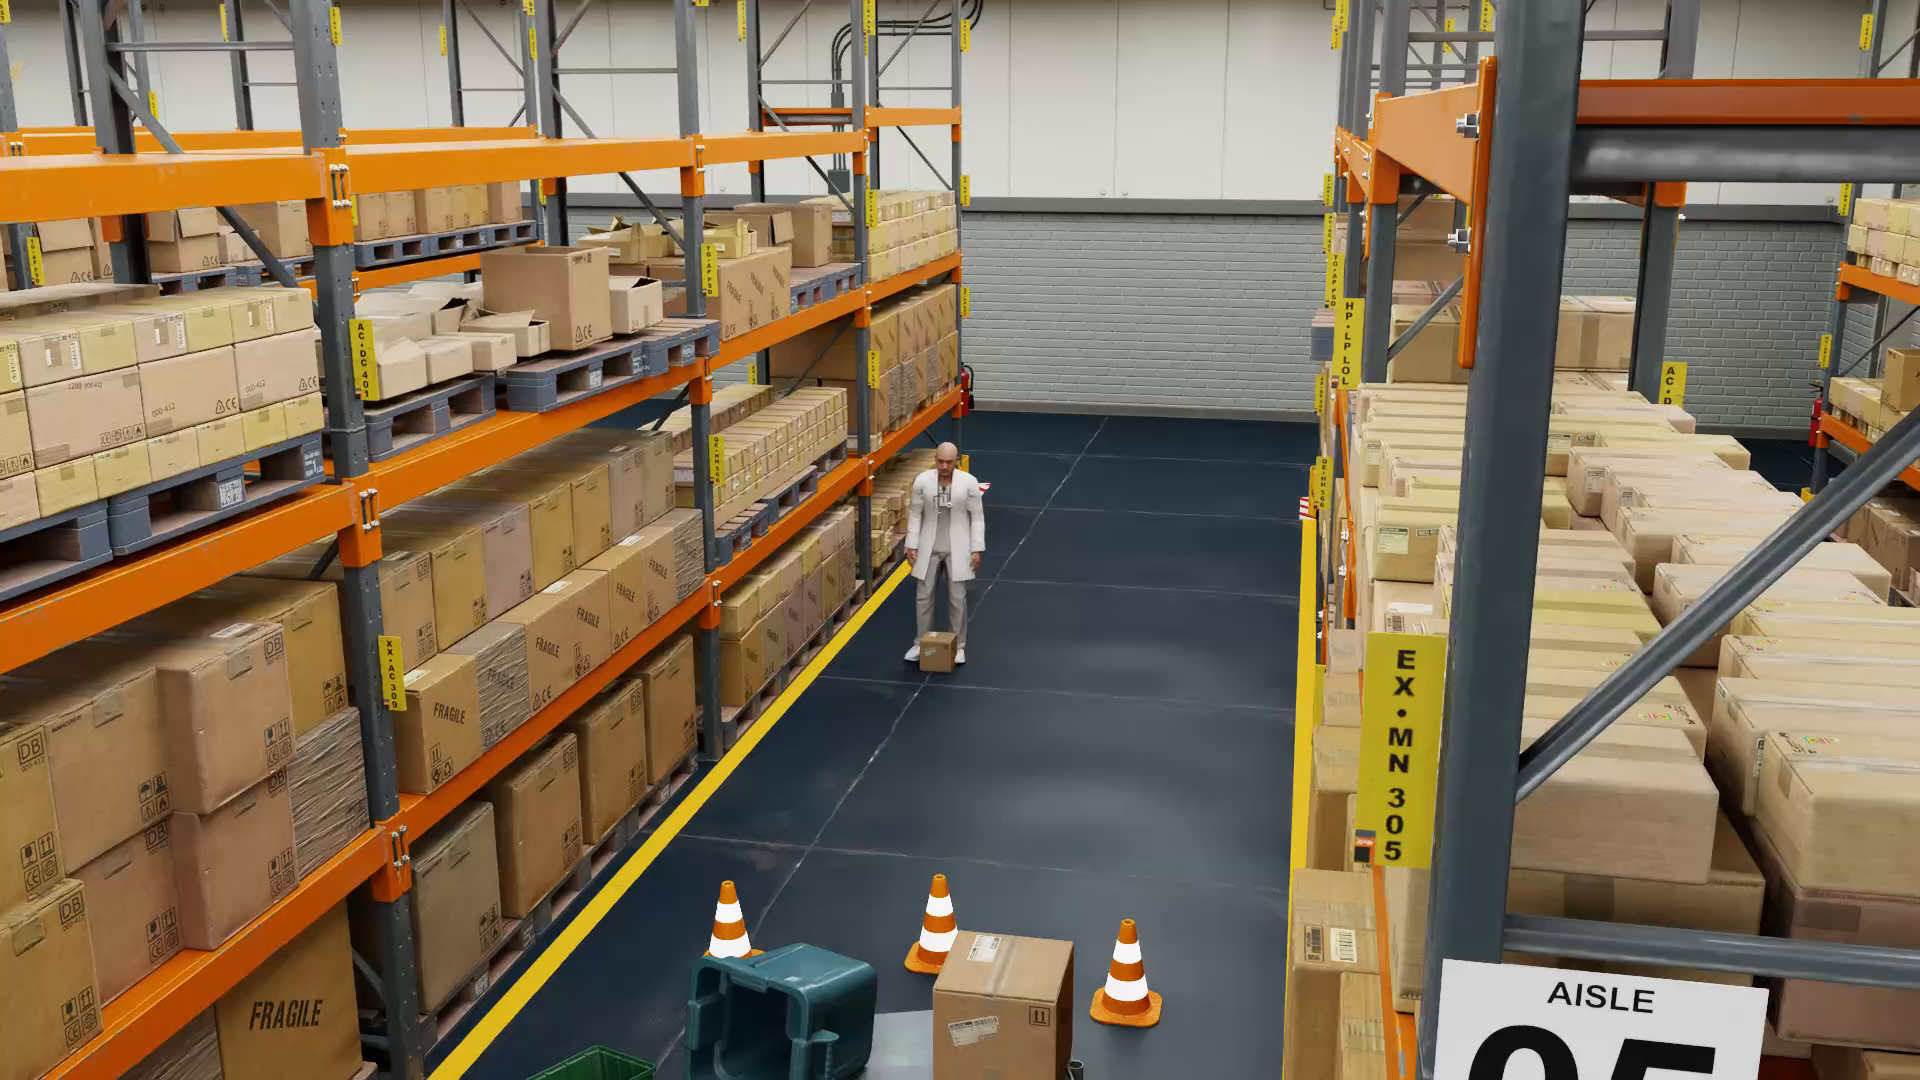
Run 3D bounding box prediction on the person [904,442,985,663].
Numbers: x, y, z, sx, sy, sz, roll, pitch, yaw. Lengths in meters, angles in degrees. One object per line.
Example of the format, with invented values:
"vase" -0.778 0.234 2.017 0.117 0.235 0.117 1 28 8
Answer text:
"person" -0.121 0.088 13.198 0.648 1.772 0.429 2 15 8
